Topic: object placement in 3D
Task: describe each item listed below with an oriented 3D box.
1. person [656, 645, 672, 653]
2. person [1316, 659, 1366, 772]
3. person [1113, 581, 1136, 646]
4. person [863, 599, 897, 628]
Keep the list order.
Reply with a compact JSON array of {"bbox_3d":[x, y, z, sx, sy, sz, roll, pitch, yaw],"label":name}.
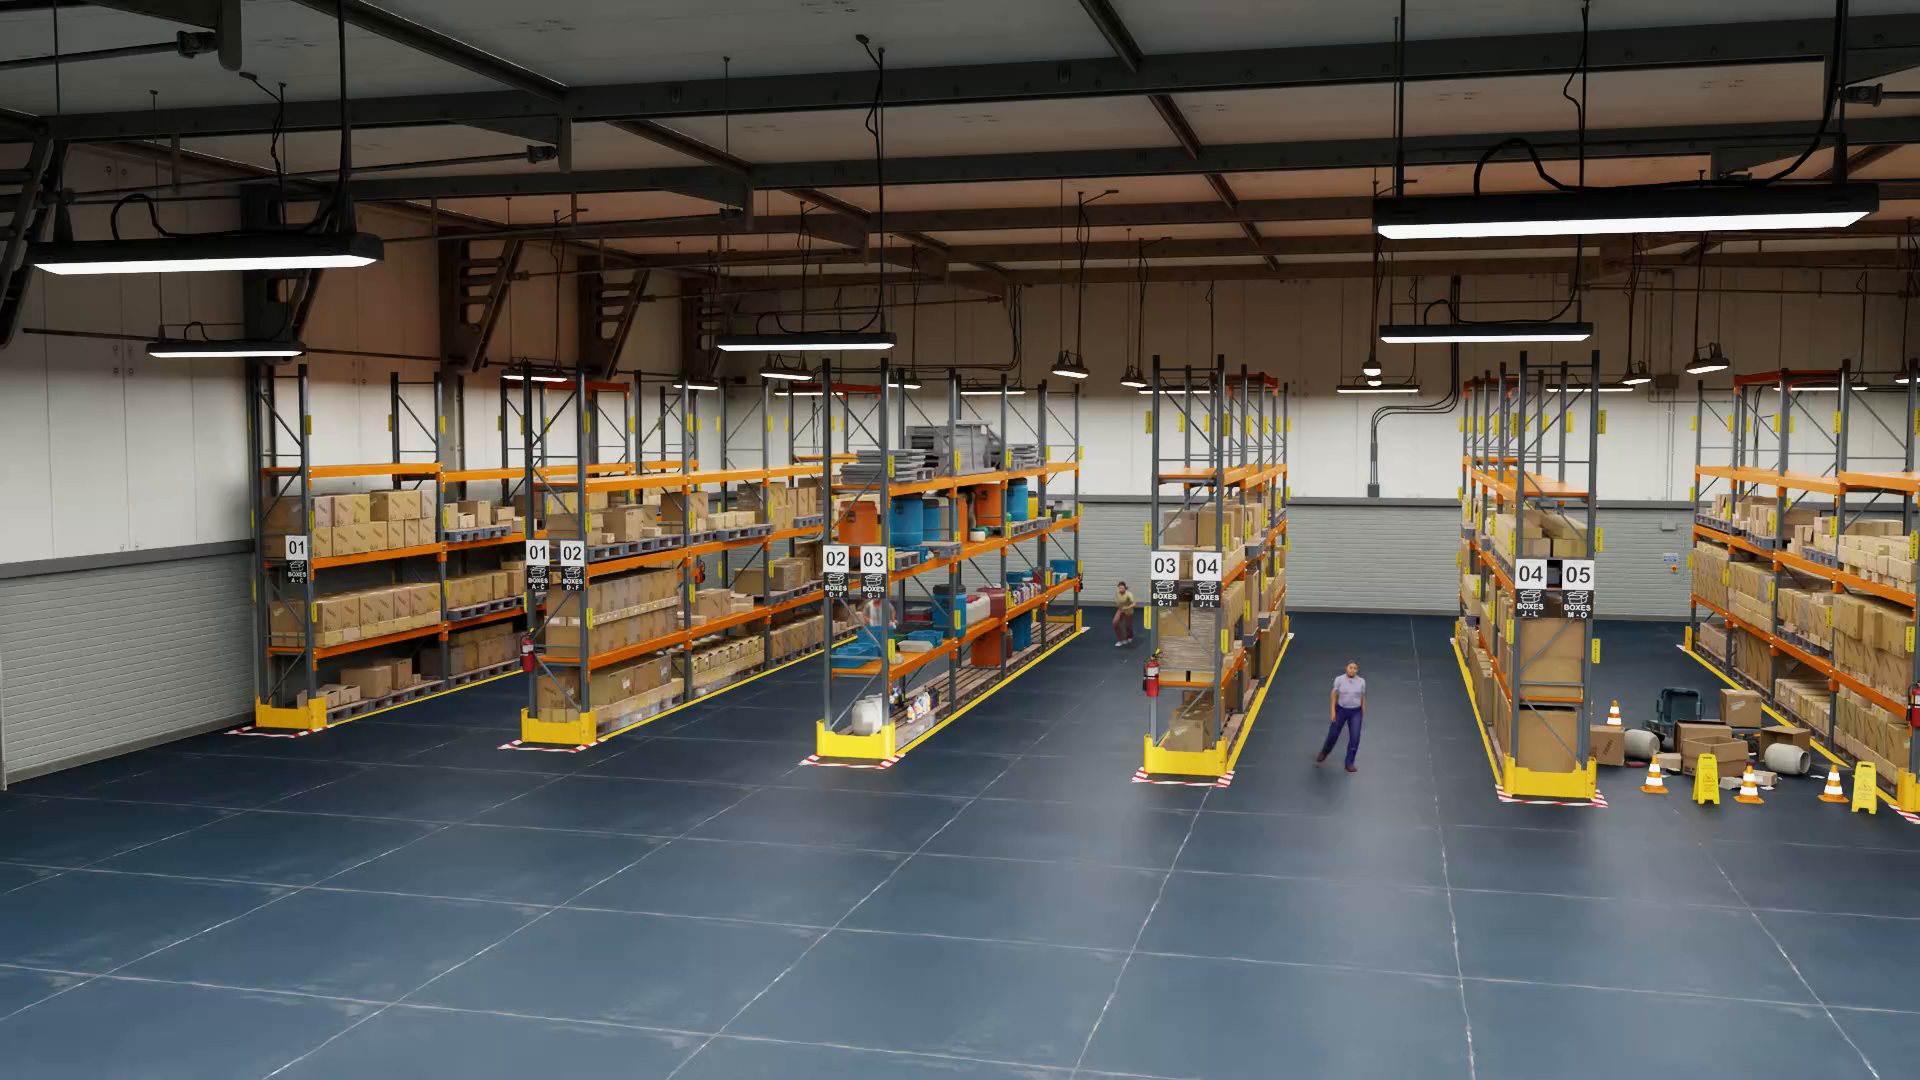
[{"bbox_3d":[-6.433,1.680,35.795,0.647,1.749,0.724,0,4,5],"label":"person"},{"bbox_3d":[5.542,2.519,24.155,0.644,1.620,0.594,0,4,2],"label":"person"},{"bbox_3d":[3.778,1.635,37.593,0.596,1.473,1.049,2,4,28],"label":"person"},{"bbox_3d":[-1.640,1.824,34.042,0.691,1.675,0.792,0,4,3],"label":"person"}]
